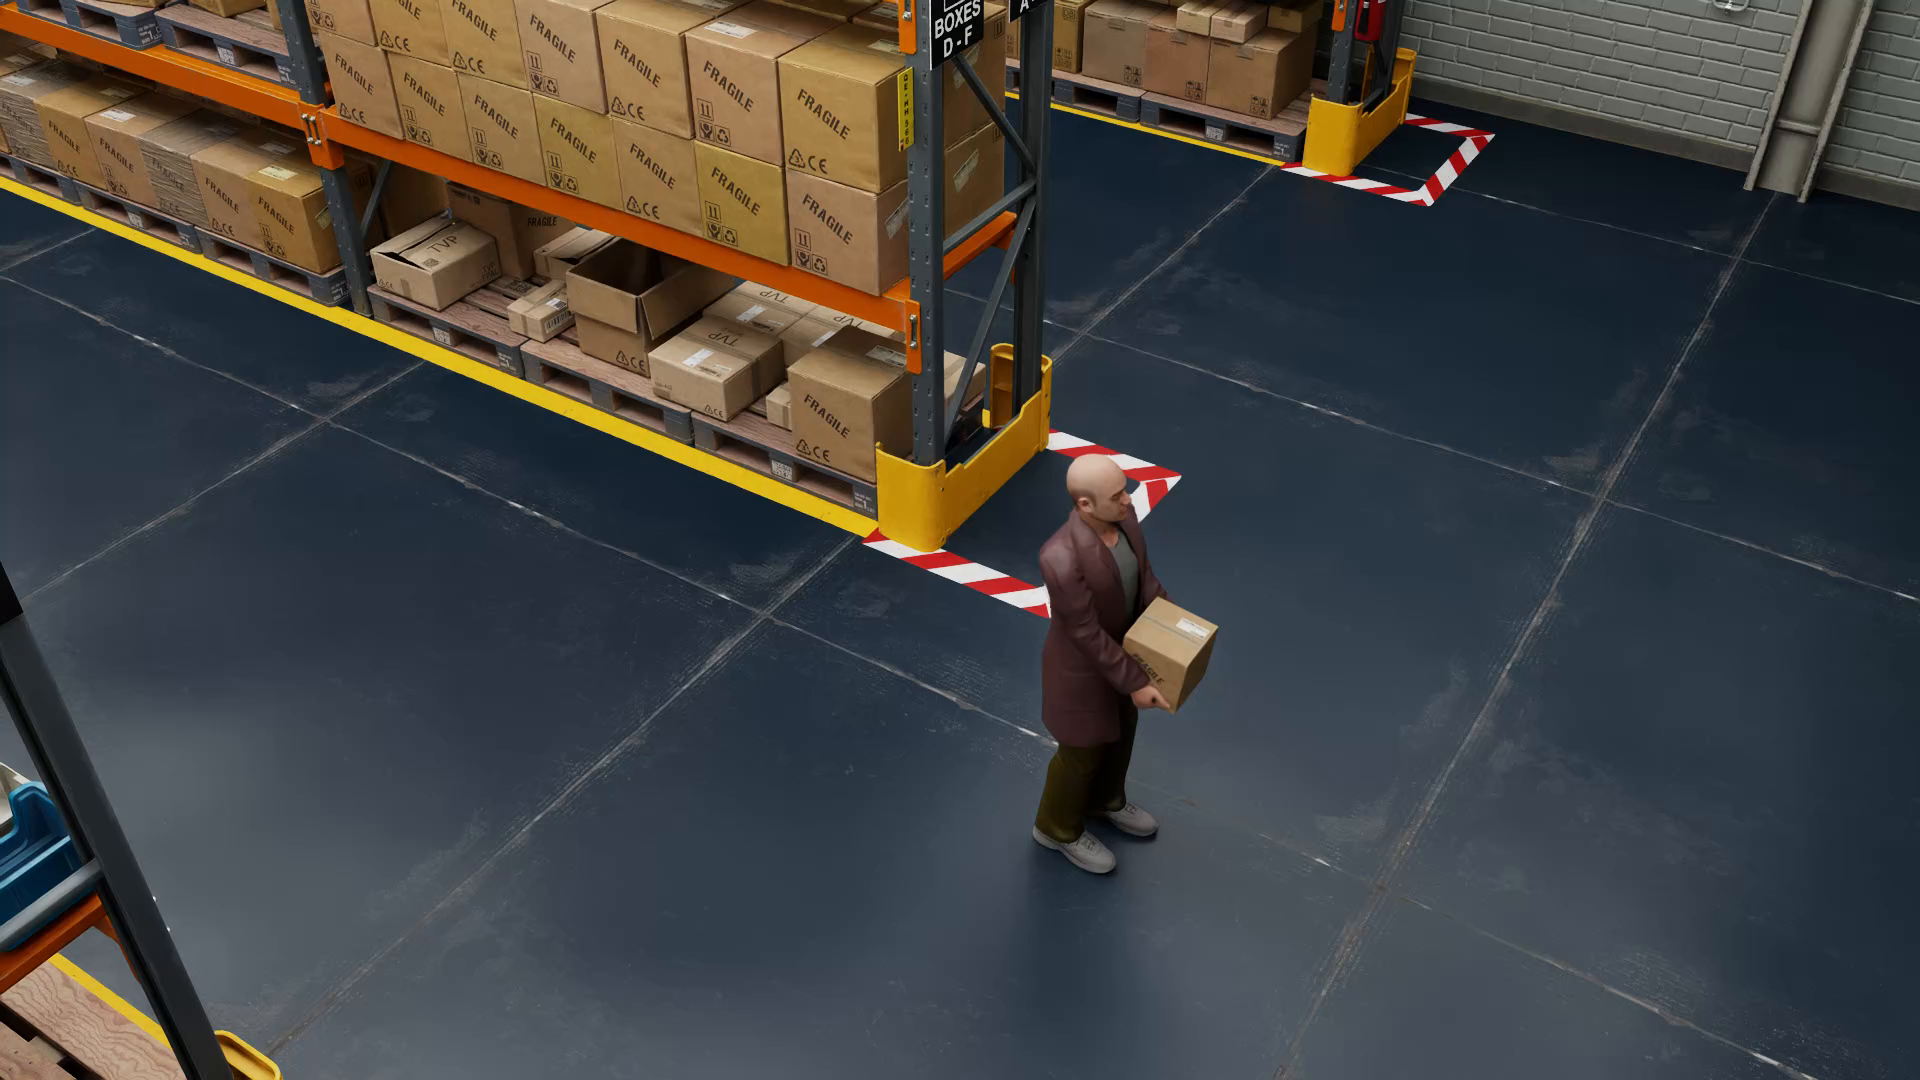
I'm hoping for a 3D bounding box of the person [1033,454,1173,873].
[{"bbox_3d":[0.581,0.479,6.081,0.543,1.778,0.526,21,43,25],"label":"person"}]
